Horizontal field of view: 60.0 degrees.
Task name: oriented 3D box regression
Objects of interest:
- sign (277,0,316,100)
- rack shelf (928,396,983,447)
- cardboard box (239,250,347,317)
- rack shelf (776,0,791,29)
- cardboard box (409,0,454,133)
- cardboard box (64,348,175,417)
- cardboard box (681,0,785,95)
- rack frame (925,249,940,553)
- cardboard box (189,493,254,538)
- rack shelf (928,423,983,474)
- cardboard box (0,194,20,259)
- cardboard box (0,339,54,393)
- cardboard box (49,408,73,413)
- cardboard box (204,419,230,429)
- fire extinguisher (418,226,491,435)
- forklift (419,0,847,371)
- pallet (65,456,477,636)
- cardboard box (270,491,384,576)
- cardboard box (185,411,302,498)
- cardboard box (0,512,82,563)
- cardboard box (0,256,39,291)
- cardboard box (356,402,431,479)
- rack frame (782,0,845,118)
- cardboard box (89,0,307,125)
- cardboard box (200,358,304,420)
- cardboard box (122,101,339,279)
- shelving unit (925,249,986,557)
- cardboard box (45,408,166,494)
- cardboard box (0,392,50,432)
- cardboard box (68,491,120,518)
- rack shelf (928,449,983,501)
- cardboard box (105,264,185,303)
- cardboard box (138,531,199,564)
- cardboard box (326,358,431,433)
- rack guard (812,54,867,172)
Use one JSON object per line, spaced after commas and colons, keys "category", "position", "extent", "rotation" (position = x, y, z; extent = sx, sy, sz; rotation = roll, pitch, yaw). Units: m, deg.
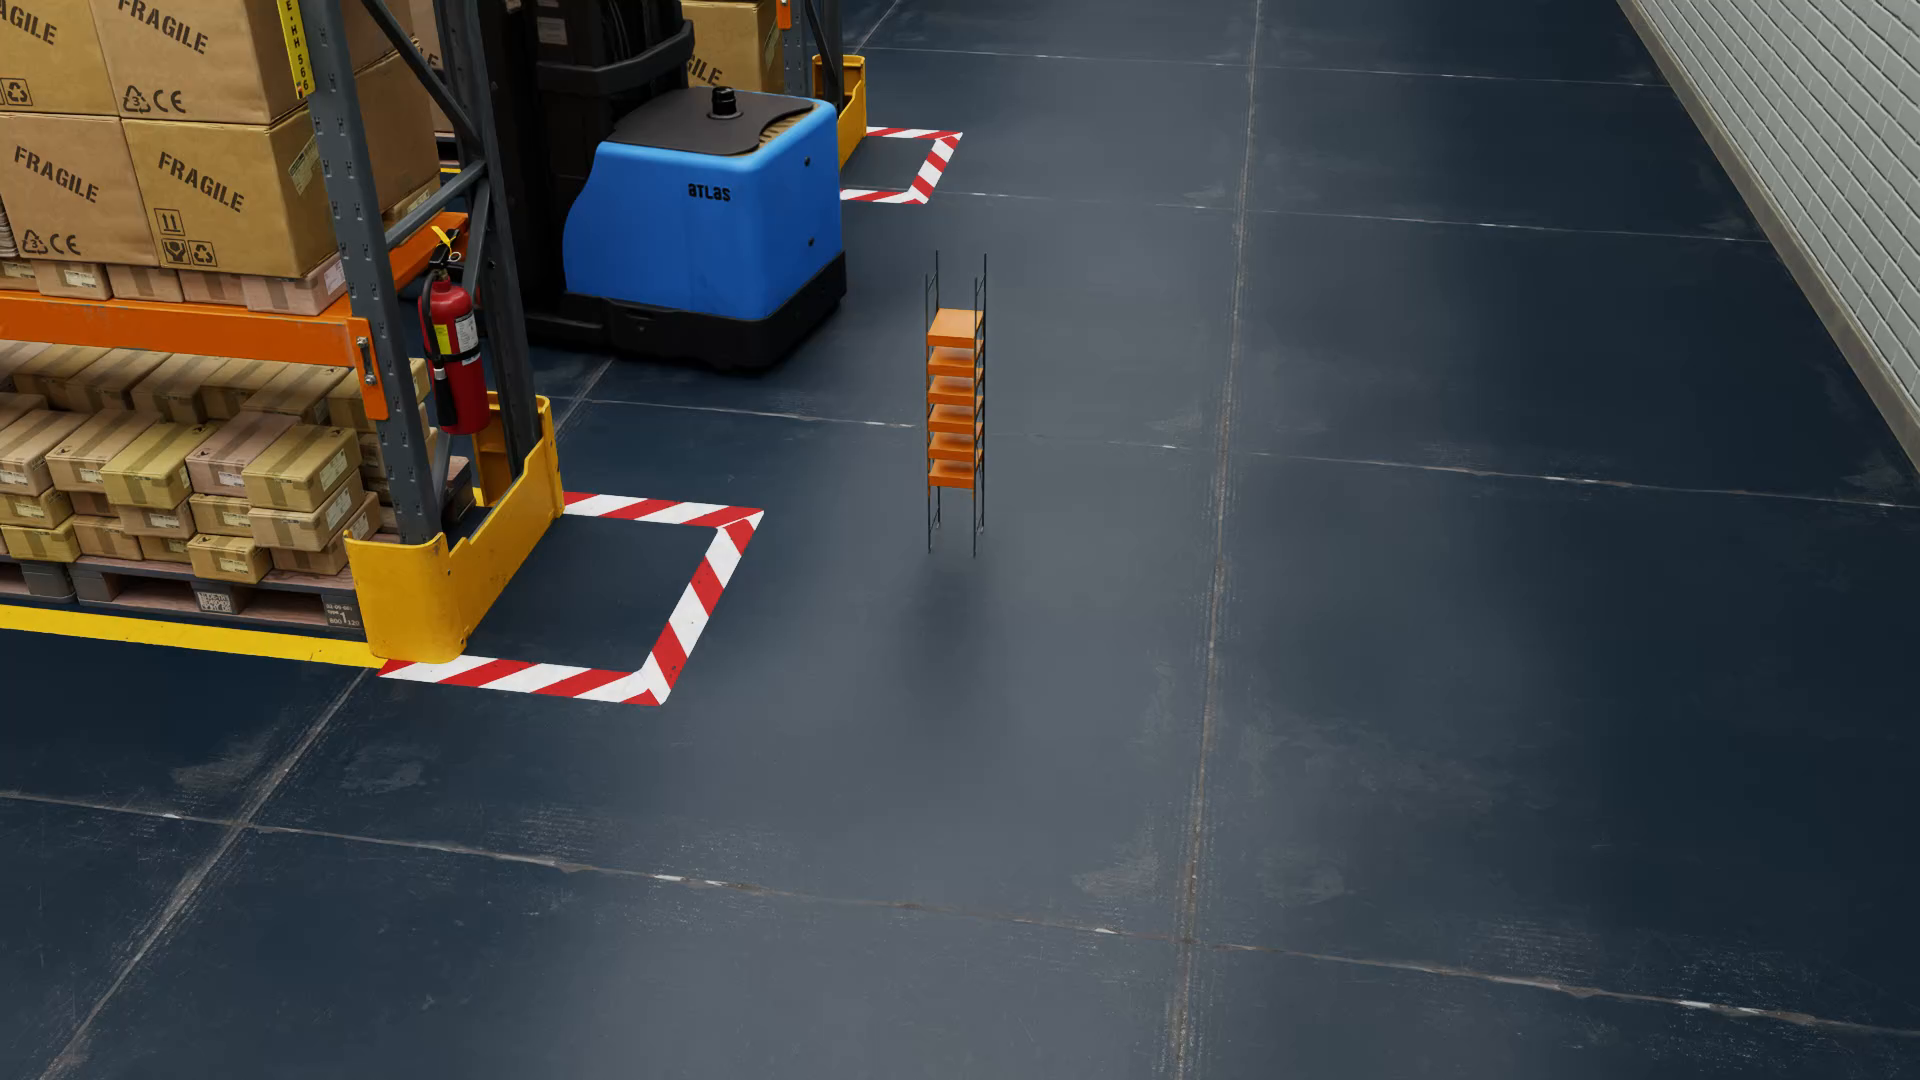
{"category": "sign", "position": [-1.949, -1.467, 4.877], "extent": [0.005, 0.325, 0.100], "rotation": [5, 32, 8]}
{"category": "rack shelf", "position": [-0.014, -0.472, 6.457], "extent": [0.180, 0.103, 0.258], "rotation": [5, 32, 8]}
{"category": "cardboard box", "position": [-2.204, -0.905, 5.606], "extent": [0.250, 0.149, 0.380], "rotation": [5, 32, 8]}
{"category": "rack shelf", "position": [-2.873, -3.589, 10.335], "extent": [4.000, 0.370, 1.077], "rotation": [5, 32, 8]}
{"category": "cardboard box", "position": [-3.320, -3.169, 10.592], "extent": [0.875, 0.875, 0.875], "rotation": [5, 32, 8]}
{"category": "cardboard box", "position": [-3.344, -0.636, 6.670], "extent": [0.250, 0.149, 0.380], "rotation": [6, 33, 10]}
{"category": "cardboard box", "position": [-1.546, -3.008, 10.335], "extent": [0.875, 0.875, 0.875], "rotation": [5, 32, 8]}
{"category": "rack frame", "position": [-0.104, -0.518, 6.447], "extent": [0.006, 1.200, 0.240], "rotation": [5, 32, 8]}
{"category": "cardboard box", "position": [-2.652, -0.175, 6.214], "extent": [0.250, 0.149, 0.380], "rotation": [4, 32, 7]}
{"category": "rack shelf", "position": [-0.014, -0.370, 6.521], "extent": [0.180, 0.103, 0.258], "rotation": [5, 32, 8]}
{"category": "cardboard box", "position": [-3.330, -1.293, 5.614], "extent": [0.500, 0.500, 0.500], "rotation": [5, 32, 8]}
{"category": "cardboard box", "position": [-3.859, -0.656, 6.701], "extent": [0.250, 0.149, 0.380], "rotation": [5, 32, 8]}
{"category": "cardboard box", "position": [-3.612, -0.493, 6.721], "extent": [0.250, 0.149, 0.380], "rotation": [7, 33, 11]}
{"category": "cardboard box", "position": [-2.825, -0.437, 6.631], "extent": [0.250, 0.149, 0.380], "rotation": [6, 32, 9]}
{"category": "fire extinguisher", "position": [-1.665, -0.676, 5.426], "extent": [0.183, 0.674, 0.296], "rotation": [5, 32, 8]}
{"category": "forklift", "position": [-2.163, -2.527, 8.025], "extent": [3.031, 2.935, 1.130], "rotation": [11, 34, 17]}
{"category": "pallet", "position": [-2.705, -0.046, 6.625], "extent": [1.213, 0.211, 1.003], "rotation": [5, 32, 8]}
{"category": "cardboard box", "position": [-2.389, -0.038, 6.274], "extent": [0.250, 0.149, 0.380], "rotation": [6, 32, 9]}
{"category": "cardboard box", "position": [-2.638, -0.319, 6.163], "extent": [0.250, 0.149, 0.380], "rotation": [6, 33, 9]}
{"category": "cardboard box", "position": [-3.413, -0.082, 6.344], "extent": [0.250, 0.149, 0.380], "rotation": [4, 32, 6]}
{"category": "cardboard box", "position": [-3.203, -1.011, 5.775], "extent": [0.250, 0.149, 0.380], "rotation": [4, 32, 6]}
{"category": "cardboard box", "position": [-2.309, -0.407, 6.584], "extent": [0.250, 0.149, 0.380], "rotation": [6, 33, 10]}
{"category": "rack frame", "position": [-0.901, -3.715, 9.859], "extent": [0.127, 3.000, 1.000], "rotation": [5, 32, 8]}
{"category": "cardboard box", "position": [-2.328, -1.633, 5.215], "extent": [0.500, 0.500, 0.500], "rotation": [5, 32, 7]}
{"category": "cardboard box", "position": [-2.814, -0.628, 6.656], "extent": [0.250, 0.149, 0.380], "rotation": [5, 32, 8]}
{"category": "cardboard box", "position": [-2.322, -1.204, 5.472], "extent": [0.500, 0.500, 0.500], "rotation": [6, 33, 9]}
{"category": "shelving unit", "position": [-0.014, -0.510, 6.434], "extent": [0.189, 1.200, 0.258], "rotation": [5, 32, 8]}
{"category": "cardboard box", "position": [-3.159, -0.332, 6.184], "extent": [0.250, 0.149, 0.380], "rotation": [4, 32, 6]}
{"category": "cardboard box", "position": [-3.675, -0.409, 6.306], "extent": [0.250, 0.149, 0.380], "rotation": [4, 32, 7]}
{"category": "cardboard box", "position": [-3.164, -0.247, 6.328], "extent": [0.250, 0.149, 0.380], "rotation": [5, 32, 8]}
{"category": "rack shelf", "position": [-0.014, -0.269, 6.585], "extent": [0.180, 0.103, 0.258], "rotation": [5, 32, 8]}
{"category": "cardboard box", "position": [-2.693, -0.961, 5.696], "extent": [0.250, 0.149, 0.380], "rotation": [5, 32, 8]}
{"category": "cardboard box", "position": [-2.906, -0.076, 6.336], "extent": [0.250, 0.149, 0.380], "rotation": [5, 32, 8]}
{"category": "cardboard box", "position": [-2.295, -0.576, 6.574], "extent": [0.250, 0.149, 0.380], "rotation": [4, 32, 6]}
{"category": "rack guard", "position": [-0.878, -2.654, 10.518], "extent": [0.348, 0.500, 1.175], "rotation": [5, 32, 8]}
